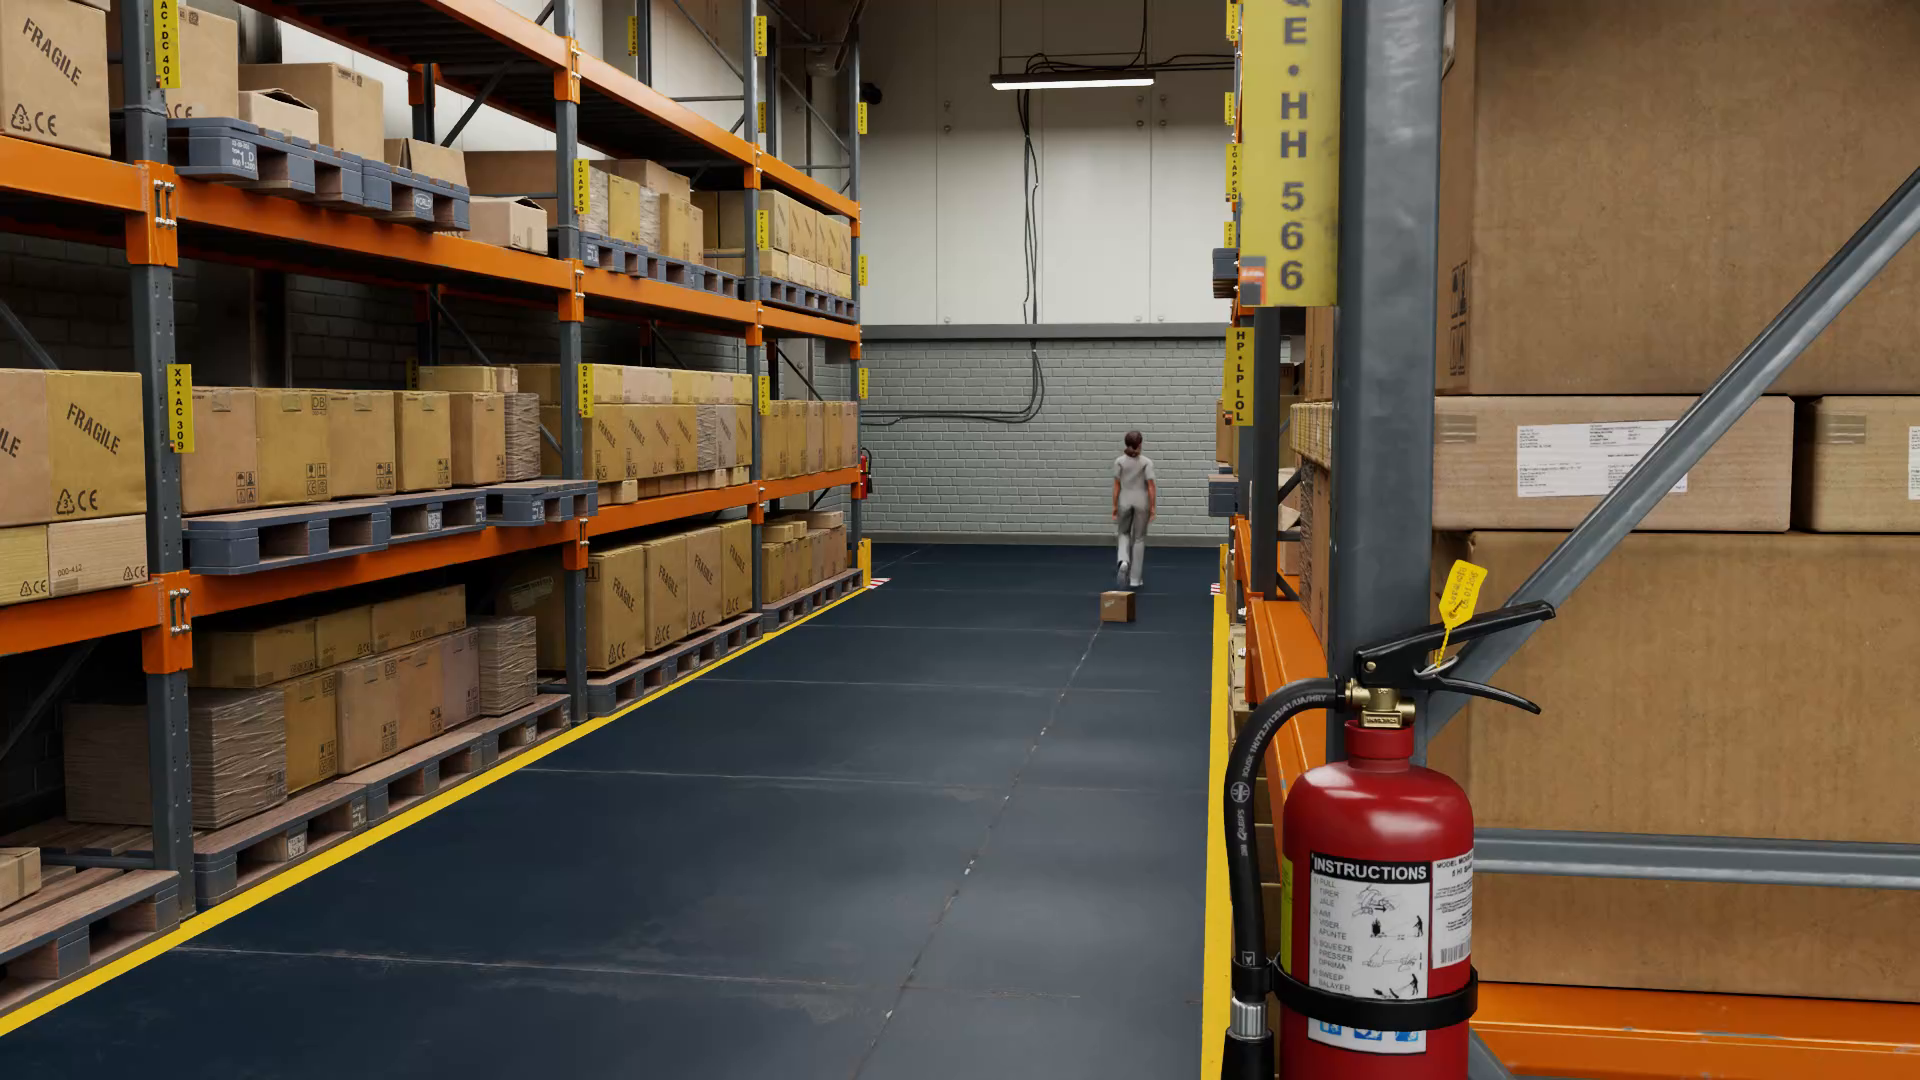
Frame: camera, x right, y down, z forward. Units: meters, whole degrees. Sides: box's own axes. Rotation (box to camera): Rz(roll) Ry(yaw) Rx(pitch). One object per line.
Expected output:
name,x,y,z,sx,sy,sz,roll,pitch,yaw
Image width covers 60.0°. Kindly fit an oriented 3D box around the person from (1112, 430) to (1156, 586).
person,1.871,-0.342,17.814,0.466,1.663,0.466,1,5,17
